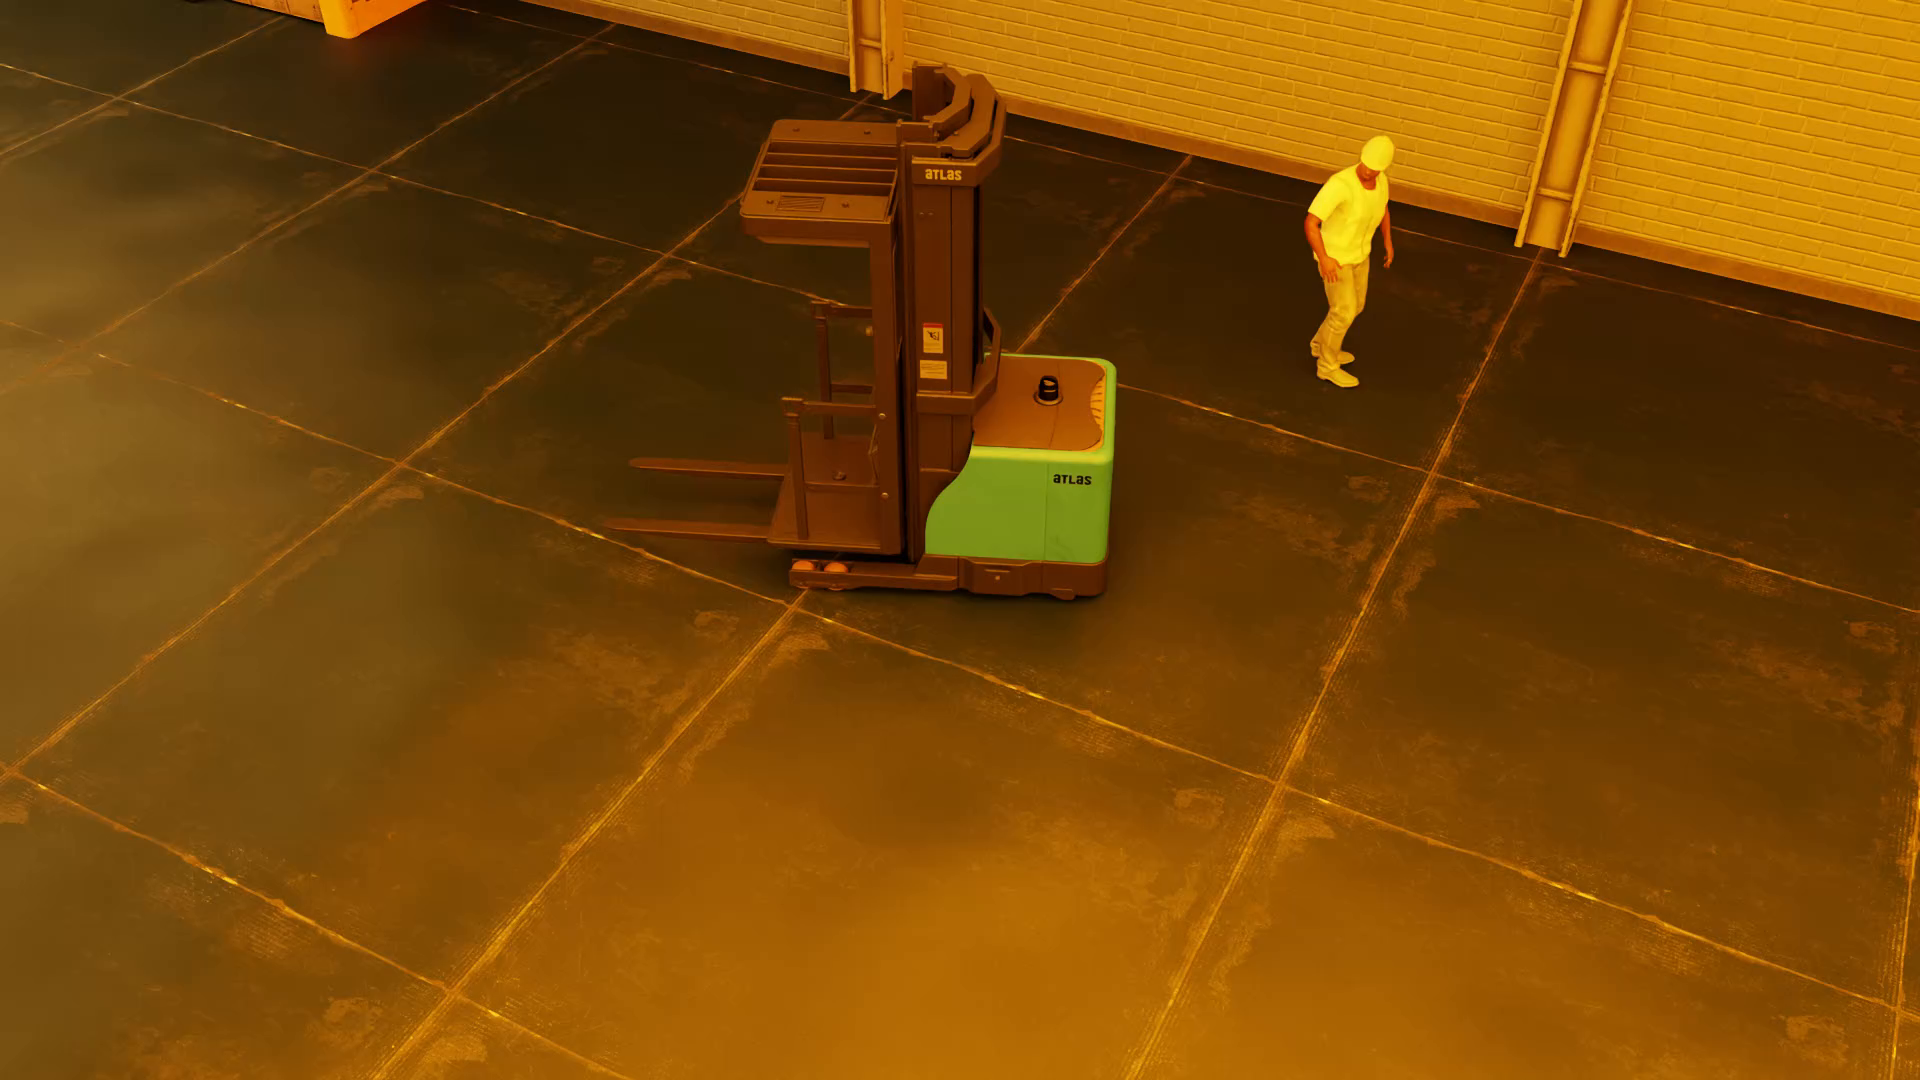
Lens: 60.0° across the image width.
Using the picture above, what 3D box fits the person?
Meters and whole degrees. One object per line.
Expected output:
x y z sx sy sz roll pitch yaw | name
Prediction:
2.665 -1.896 11.167 0.516 1.737 0.780 31 49 31 | person

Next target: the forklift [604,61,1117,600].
-0.606 -1.157 9.360 3.031 2.935 1.130 3 40 4 | forklift
